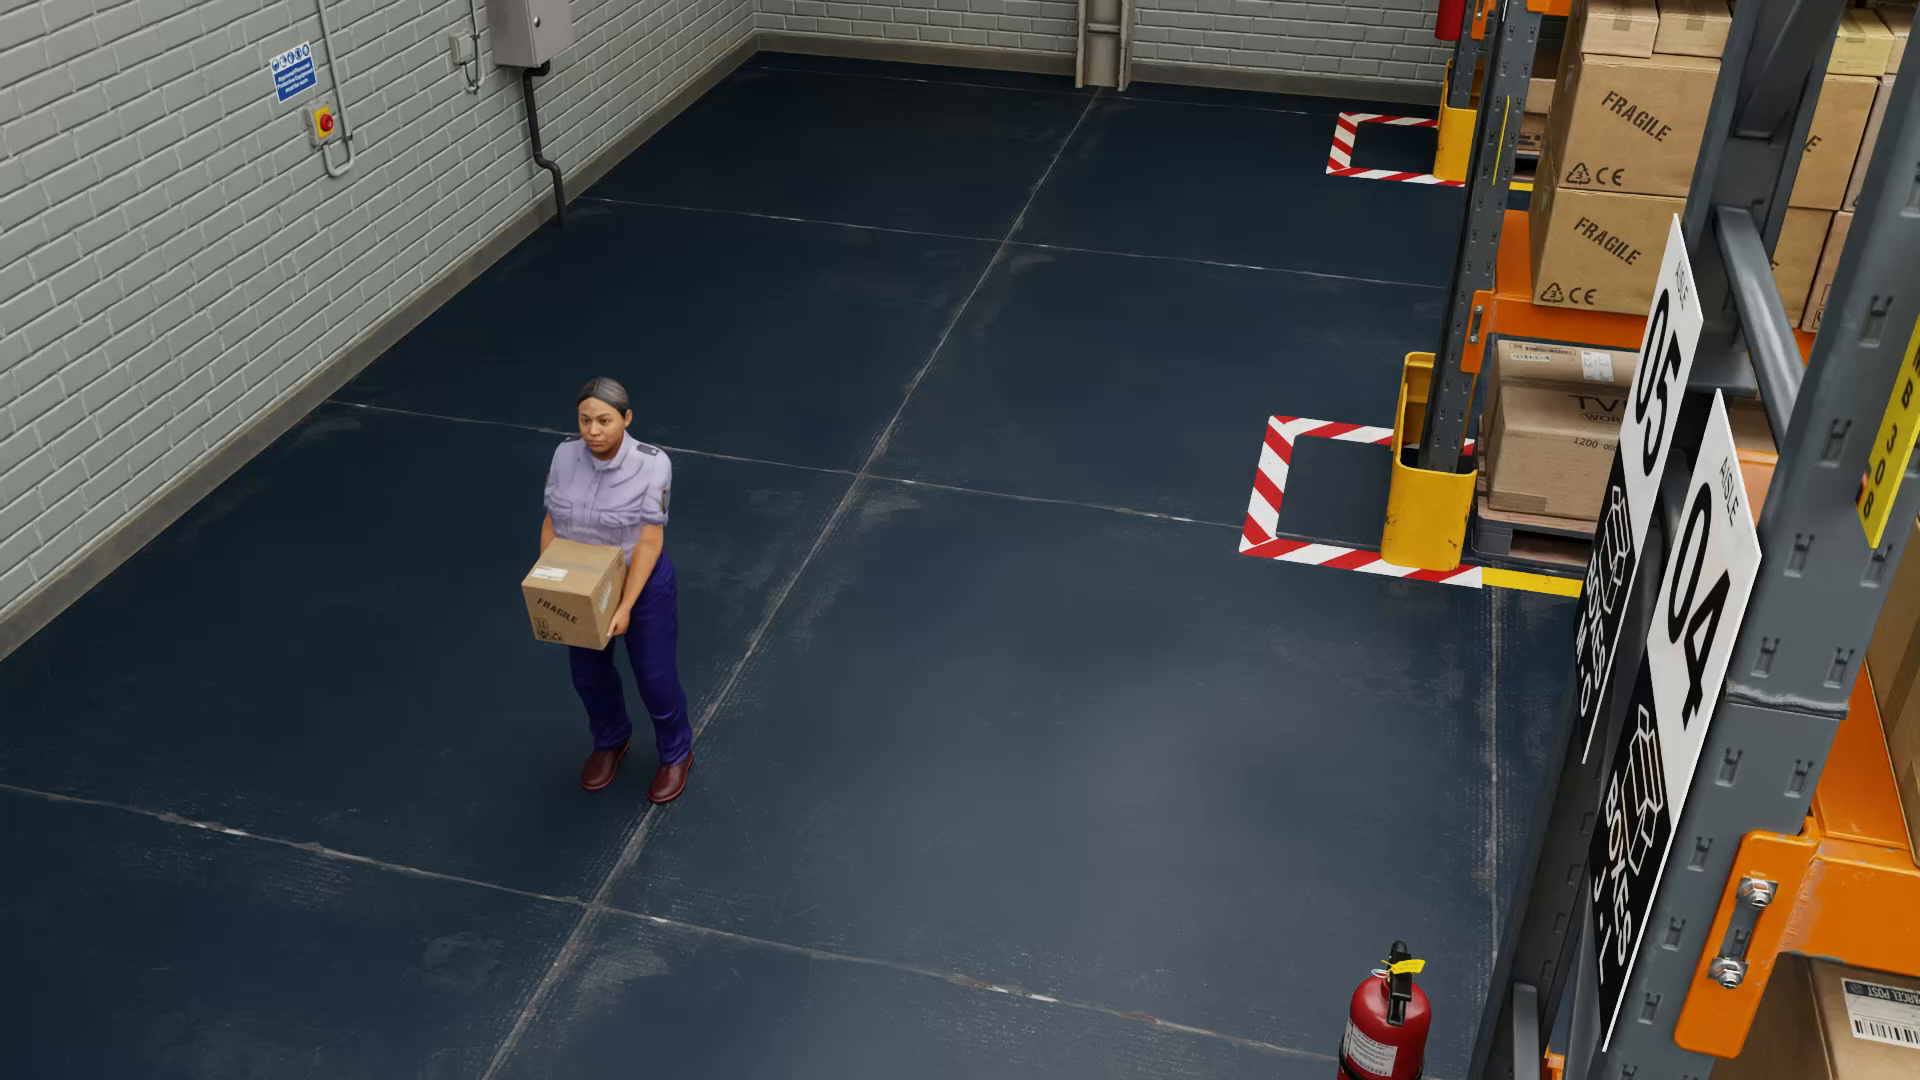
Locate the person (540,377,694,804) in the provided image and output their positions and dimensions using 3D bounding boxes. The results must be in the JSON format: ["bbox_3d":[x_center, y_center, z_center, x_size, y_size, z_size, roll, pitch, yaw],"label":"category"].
[{"bbox_3d":[-1.227,0.232,5.817,0.449,1.630,0.522,9,34,13],"label":"person"}]
